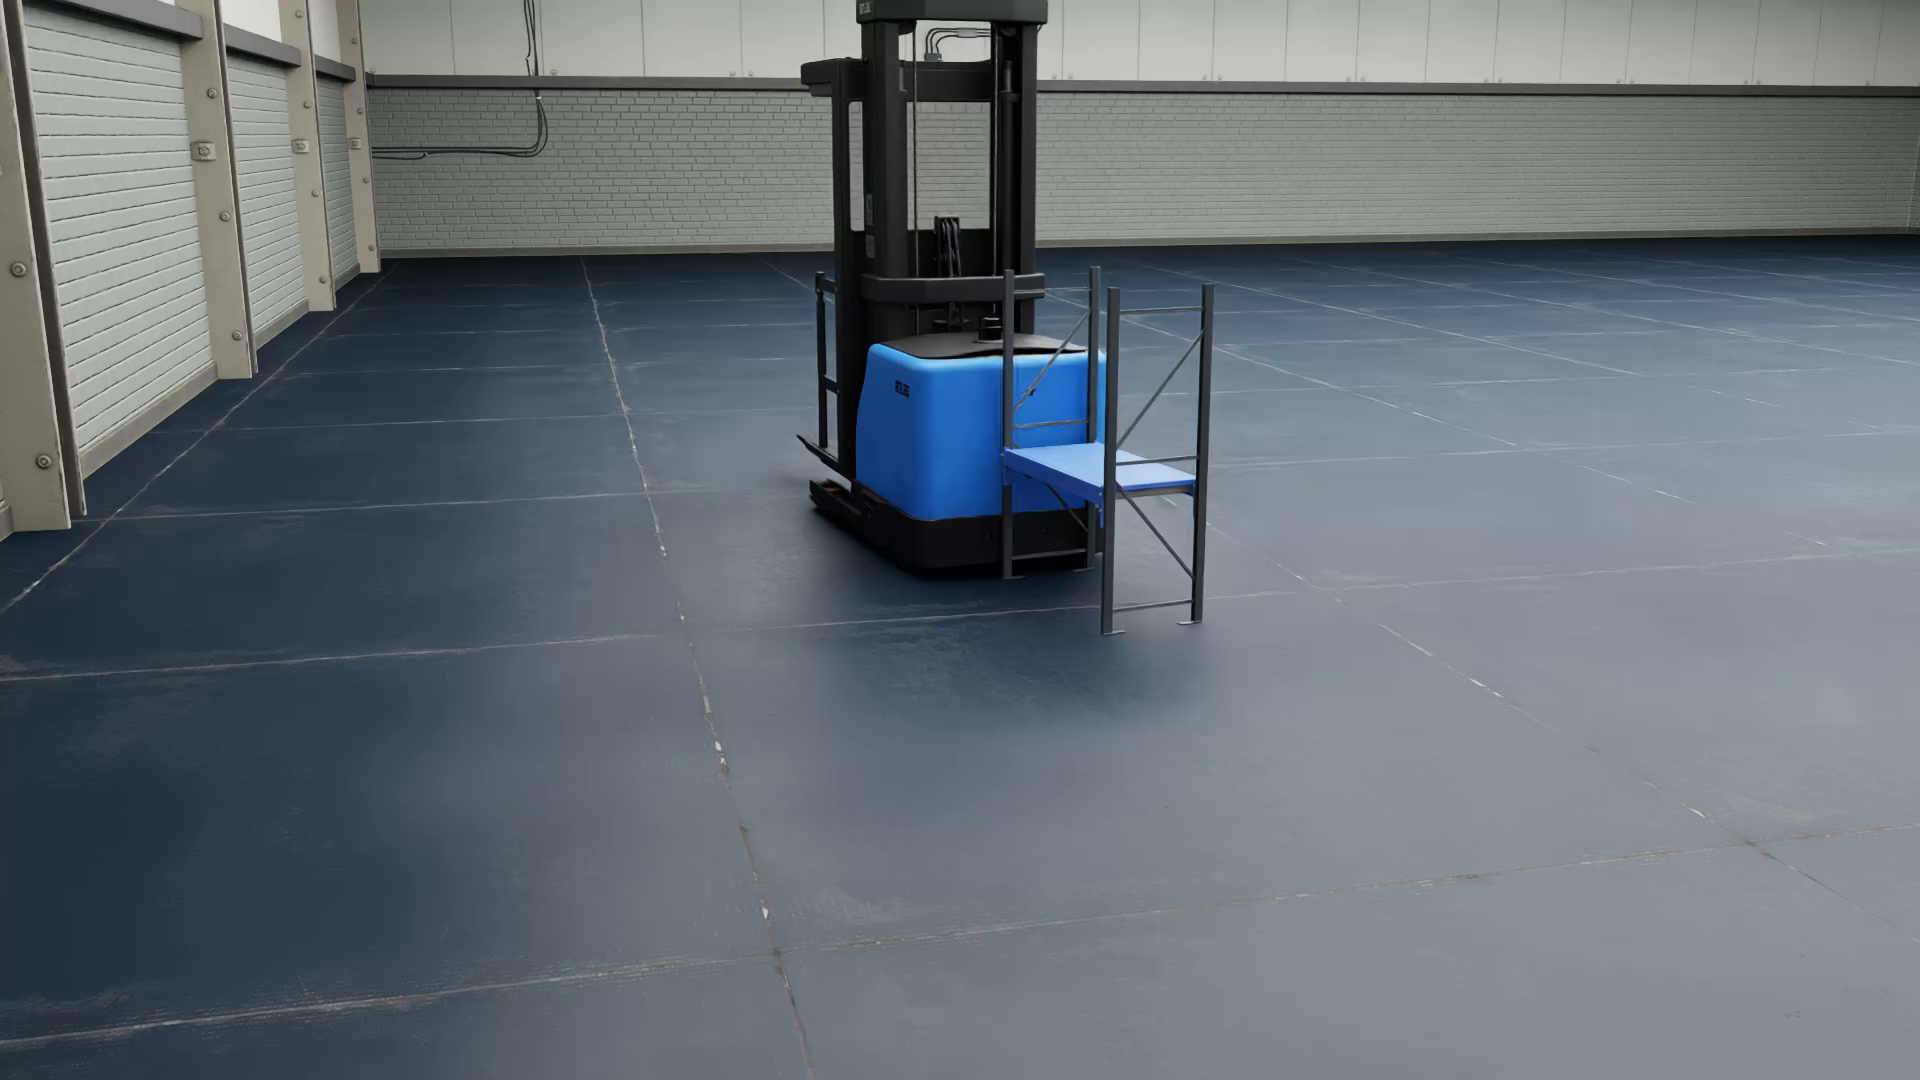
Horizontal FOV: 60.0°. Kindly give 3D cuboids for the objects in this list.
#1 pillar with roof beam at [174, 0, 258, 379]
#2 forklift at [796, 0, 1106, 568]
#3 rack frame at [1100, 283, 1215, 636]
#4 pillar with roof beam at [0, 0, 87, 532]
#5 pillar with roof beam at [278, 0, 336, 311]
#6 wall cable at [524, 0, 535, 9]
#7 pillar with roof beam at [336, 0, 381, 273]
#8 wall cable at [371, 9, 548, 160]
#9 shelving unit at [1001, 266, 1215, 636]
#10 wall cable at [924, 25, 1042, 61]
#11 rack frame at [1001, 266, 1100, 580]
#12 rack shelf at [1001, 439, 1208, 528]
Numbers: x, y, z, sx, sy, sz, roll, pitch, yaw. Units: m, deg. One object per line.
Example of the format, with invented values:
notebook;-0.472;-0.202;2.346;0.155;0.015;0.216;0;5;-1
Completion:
pillar with roof beam;-2.341;-6.094;14.908;9.100;9.000;0.400;-3;14;-13
forklift;-0.231;-1.590;9.260;1.130;2.935;3.031;-5;15;-19
rack frame;0.845;-0.337;7.147;0.500;1.500;0.032;-6;15;-23
pillar with roof beam;-0.932;-4.710;9.243;9.100;9.000;0.400;-3;14;-13
pillar with roof beam;-3.750;-7.478;20.574;9.100;9.000;0.400;-3;14;-13
wall cable;-6.121;-10.471;28.727;3.097;2.526;0.112;-3;14;-13
pillar with roof beam;-5.160;-8.862;26.240;9.100;9.000;0.400;-3;14;-13
wall cable;-8.751;-7.867;28.709;3.097;2.526;0.112;-3;14;-13
shelving unit;0.641;-0.448;7.599;0.538;1.500;1.048;-6;15;-23
wall cable;0.481;-11.553;30.088;2.305;6.003;0.169;-3;14;-13
rack frame;0.437;-0.558;8.051;0.500;1.500;0.032;-6;15;-23
rack shelf;0.641;-0.273;7.641;0.538;0.185;1.000;-6;15;-23
